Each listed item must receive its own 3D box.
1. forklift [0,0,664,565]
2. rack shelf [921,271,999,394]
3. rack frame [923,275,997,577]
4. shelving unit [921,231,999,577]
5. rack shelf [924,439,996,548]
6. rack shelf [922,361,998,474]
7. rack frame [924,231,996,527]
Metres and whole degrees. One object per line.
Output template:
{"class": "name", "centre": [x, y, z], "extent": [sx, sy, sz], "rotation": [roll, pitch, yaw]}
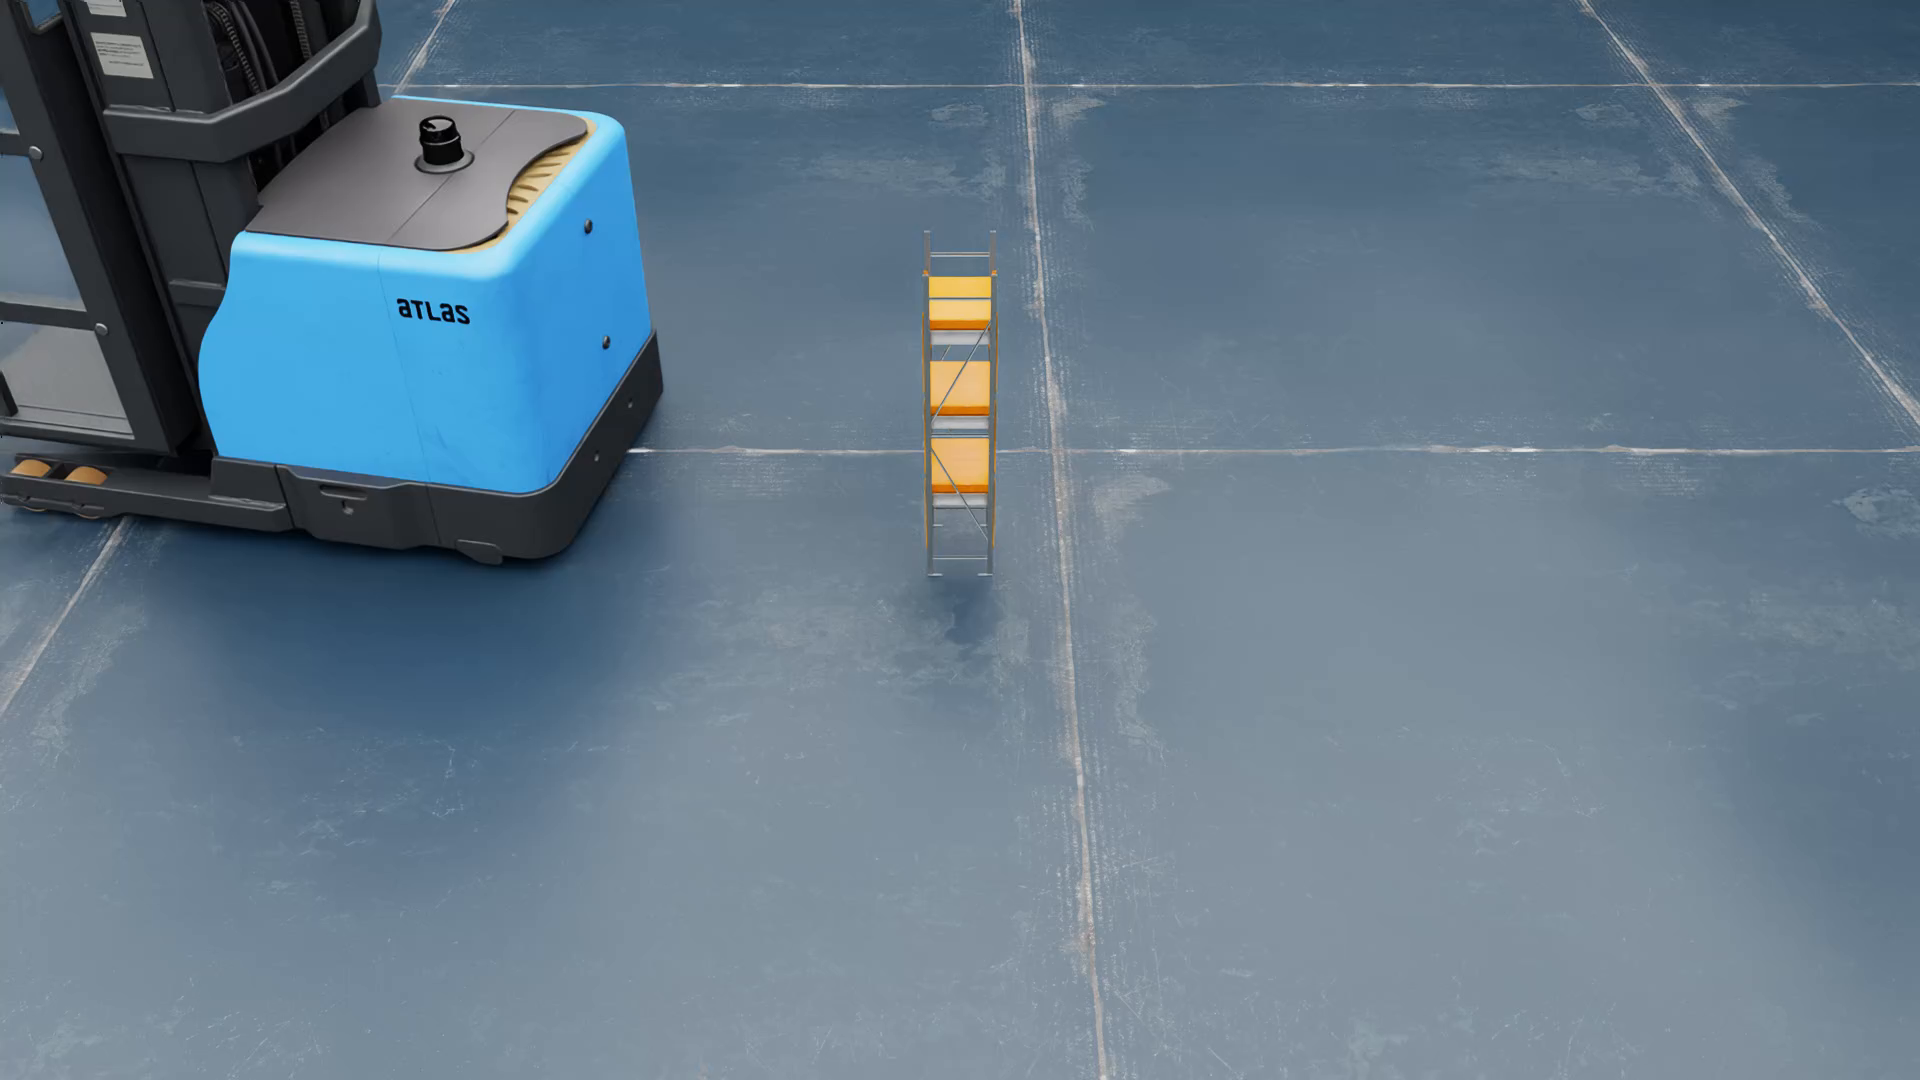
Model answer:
{"class": "forklift", "centre": [-2.601, -1.527, 4.811], "extent": [3.031, 2.935, 1.130], "rotation": [7, 39, 9]}
{"class": "rack shelf", "centre": [0.000, -0.589, 4.709], "extent": [0.215, 0.259, 0.240], "rotation": [0, 39, 0]}
{"class": "rack frame", "centre": [0.000, -0.300, 4.785], "extent": [0.200, 1.050, 0.008], "rotation": [0, 39, 0]}
{"class": "shelving unit", "centre": [0.000, -0.376, 4.880], "extent": [0.215, 1.050, 0.252], "rotation": [0, 39, 0]}
{"class": "rack shelf", "centre": [0.000, -0.151, 5.060], "extent": [0.215, 0.259, 0.240], "rotation": [0, 39, 0]}
{"class": "rack shelf", "centre": [0.000, -0.368, 4.887], "extent": [0.215, 0.259, 0.240], "rotation": [0, 39, 0]}
{"class": "rack frame", "centre": [0.000, -0.453, 4.975], "extent": [0.200, 1.050, 0.008], "rotation": [0, 39, 0]}
